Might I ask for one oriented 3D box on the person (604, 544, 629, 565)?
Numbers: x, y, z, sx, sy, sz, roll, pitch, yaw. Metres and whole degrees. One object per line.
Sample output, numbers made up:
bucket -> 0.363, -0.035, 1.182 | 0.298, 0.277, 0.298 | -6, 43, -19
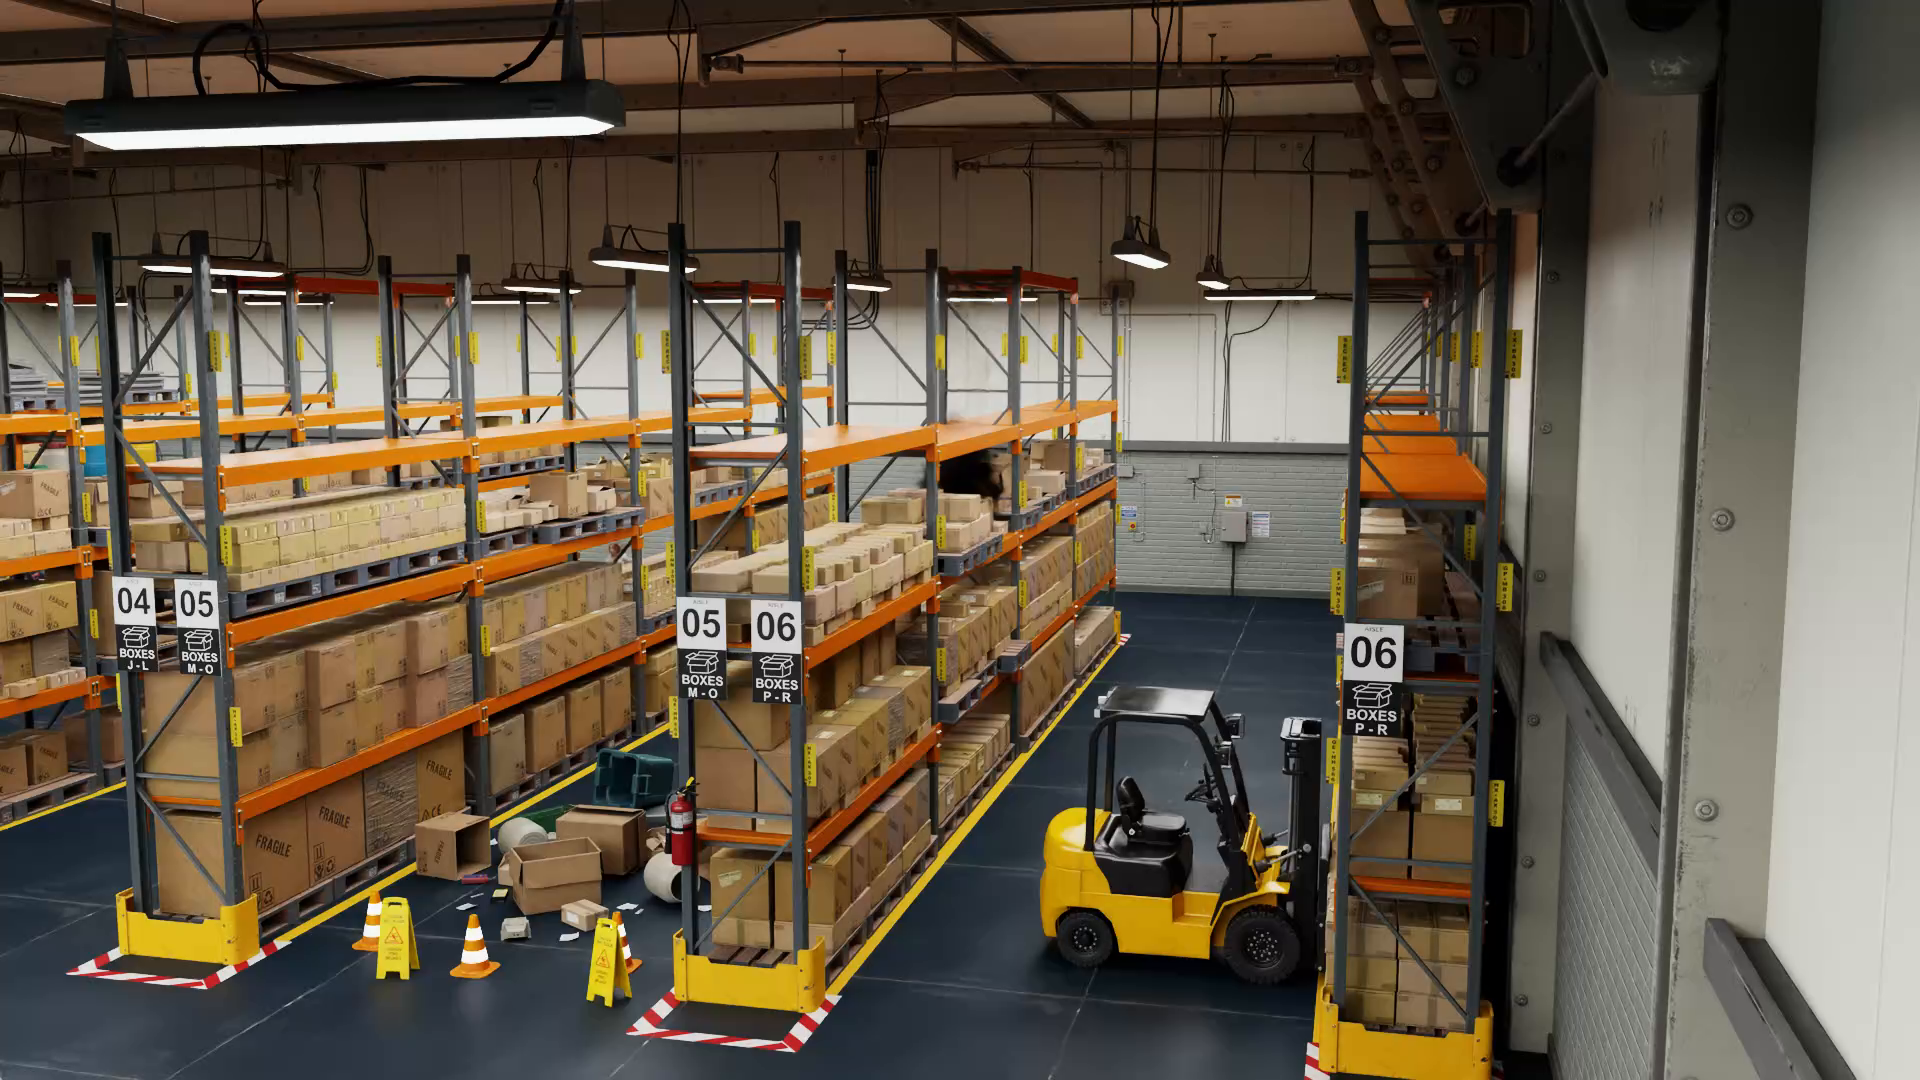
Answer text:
person -> -6.041, 0.844, 29.268 | 0.578, 1.572, 0.795 | 1, 7, 9
